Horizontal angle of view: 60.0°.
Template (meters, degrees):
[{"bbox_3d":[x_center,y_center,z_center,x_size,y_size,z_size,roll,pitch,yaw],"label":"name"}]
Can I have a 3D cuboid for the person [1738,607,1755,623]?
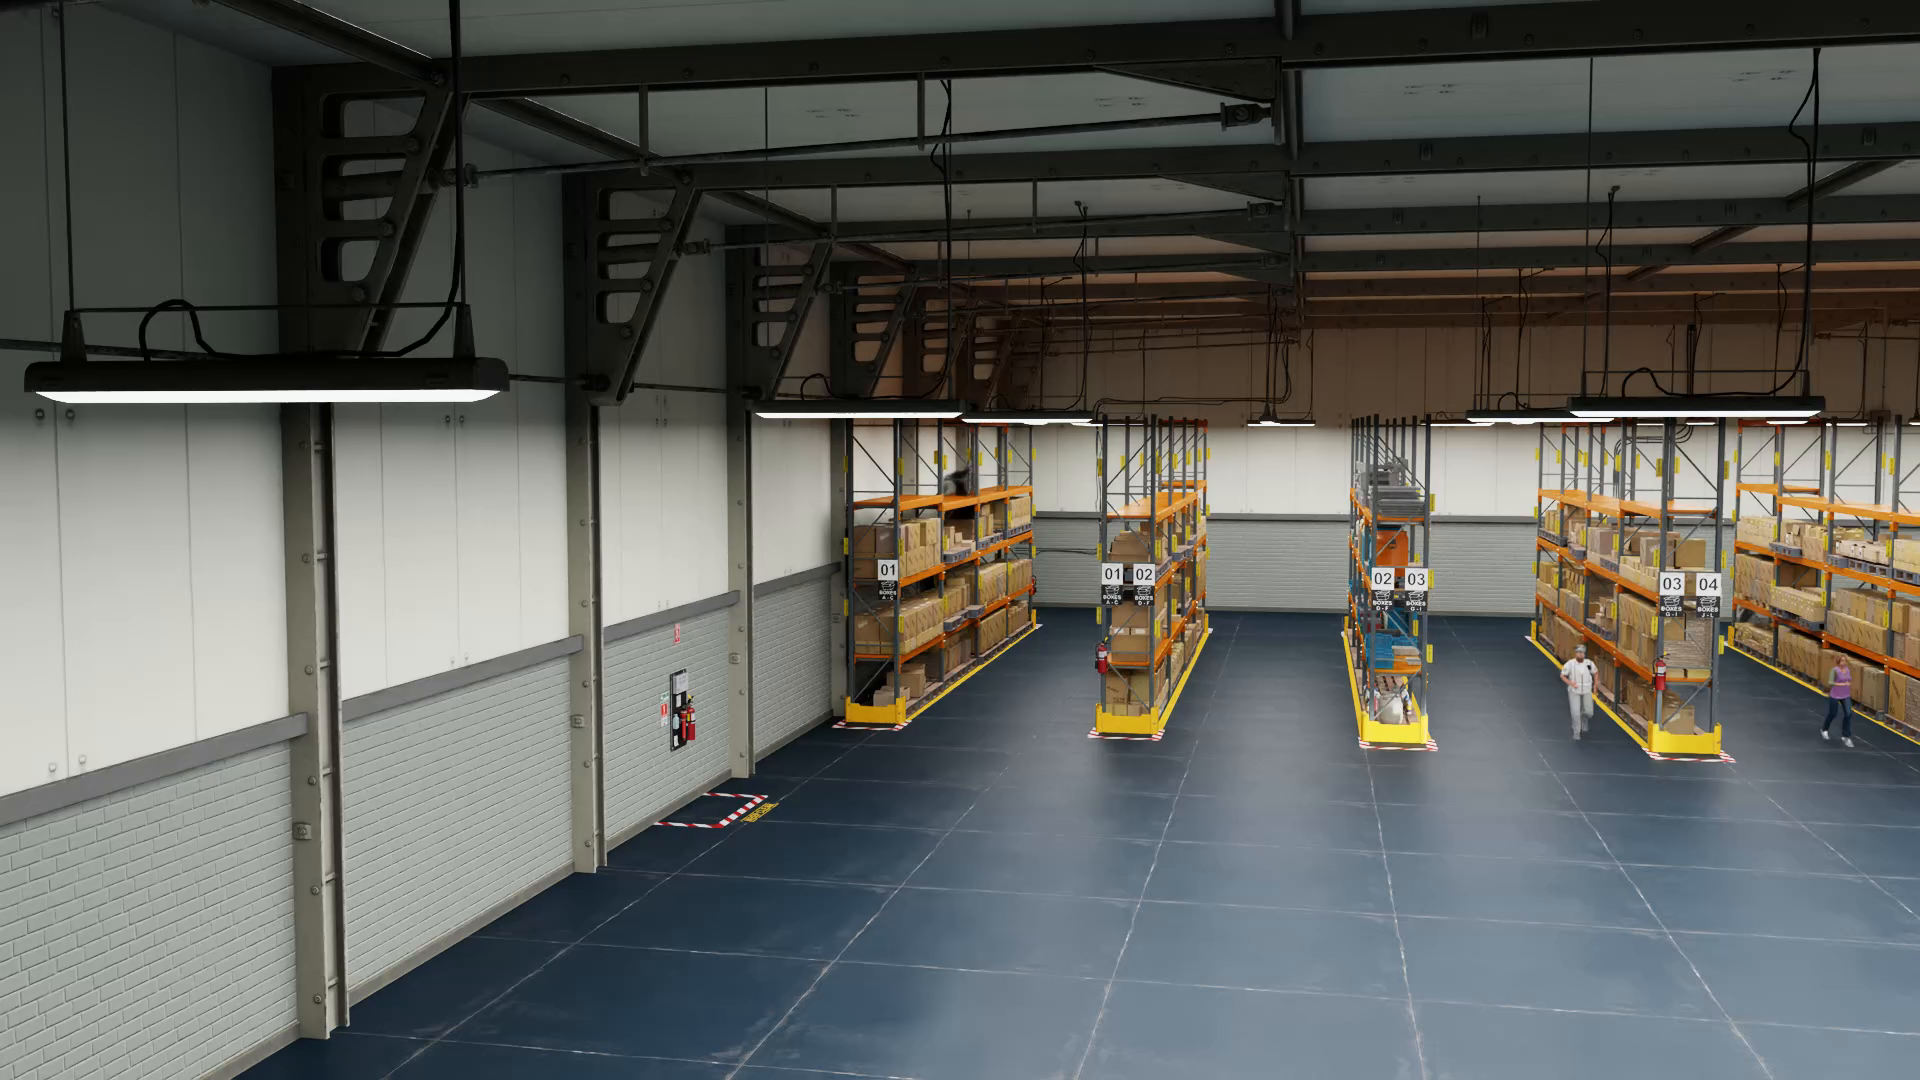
[{"bbox_3d":[21.440,1.924,45.250,0.634,1.613,0.481,-3,5,-42],"label":"person"}]

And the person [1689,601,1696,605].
[{"bbox_3d":[19.151,1.942,44.044,0.637,1.725,0.746,-4,5,-44],"label":"person"}]

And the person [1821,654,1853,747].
[{"bbox_3d":[15.989,2.899,30.269,0.530,1.645,0.757,0,4,-6],"label":"person"}]

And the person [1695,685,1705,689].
[{"bbox_3d":[16.239,2.460,36.466,0.589,1.653,0.528,1,4,13],"label":"person"}]

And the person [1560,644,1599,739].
[{"bbox_3d":[11.485,2.803,30.787,0.705,1.752,0.612,1,4,9],"label":"person"}]
